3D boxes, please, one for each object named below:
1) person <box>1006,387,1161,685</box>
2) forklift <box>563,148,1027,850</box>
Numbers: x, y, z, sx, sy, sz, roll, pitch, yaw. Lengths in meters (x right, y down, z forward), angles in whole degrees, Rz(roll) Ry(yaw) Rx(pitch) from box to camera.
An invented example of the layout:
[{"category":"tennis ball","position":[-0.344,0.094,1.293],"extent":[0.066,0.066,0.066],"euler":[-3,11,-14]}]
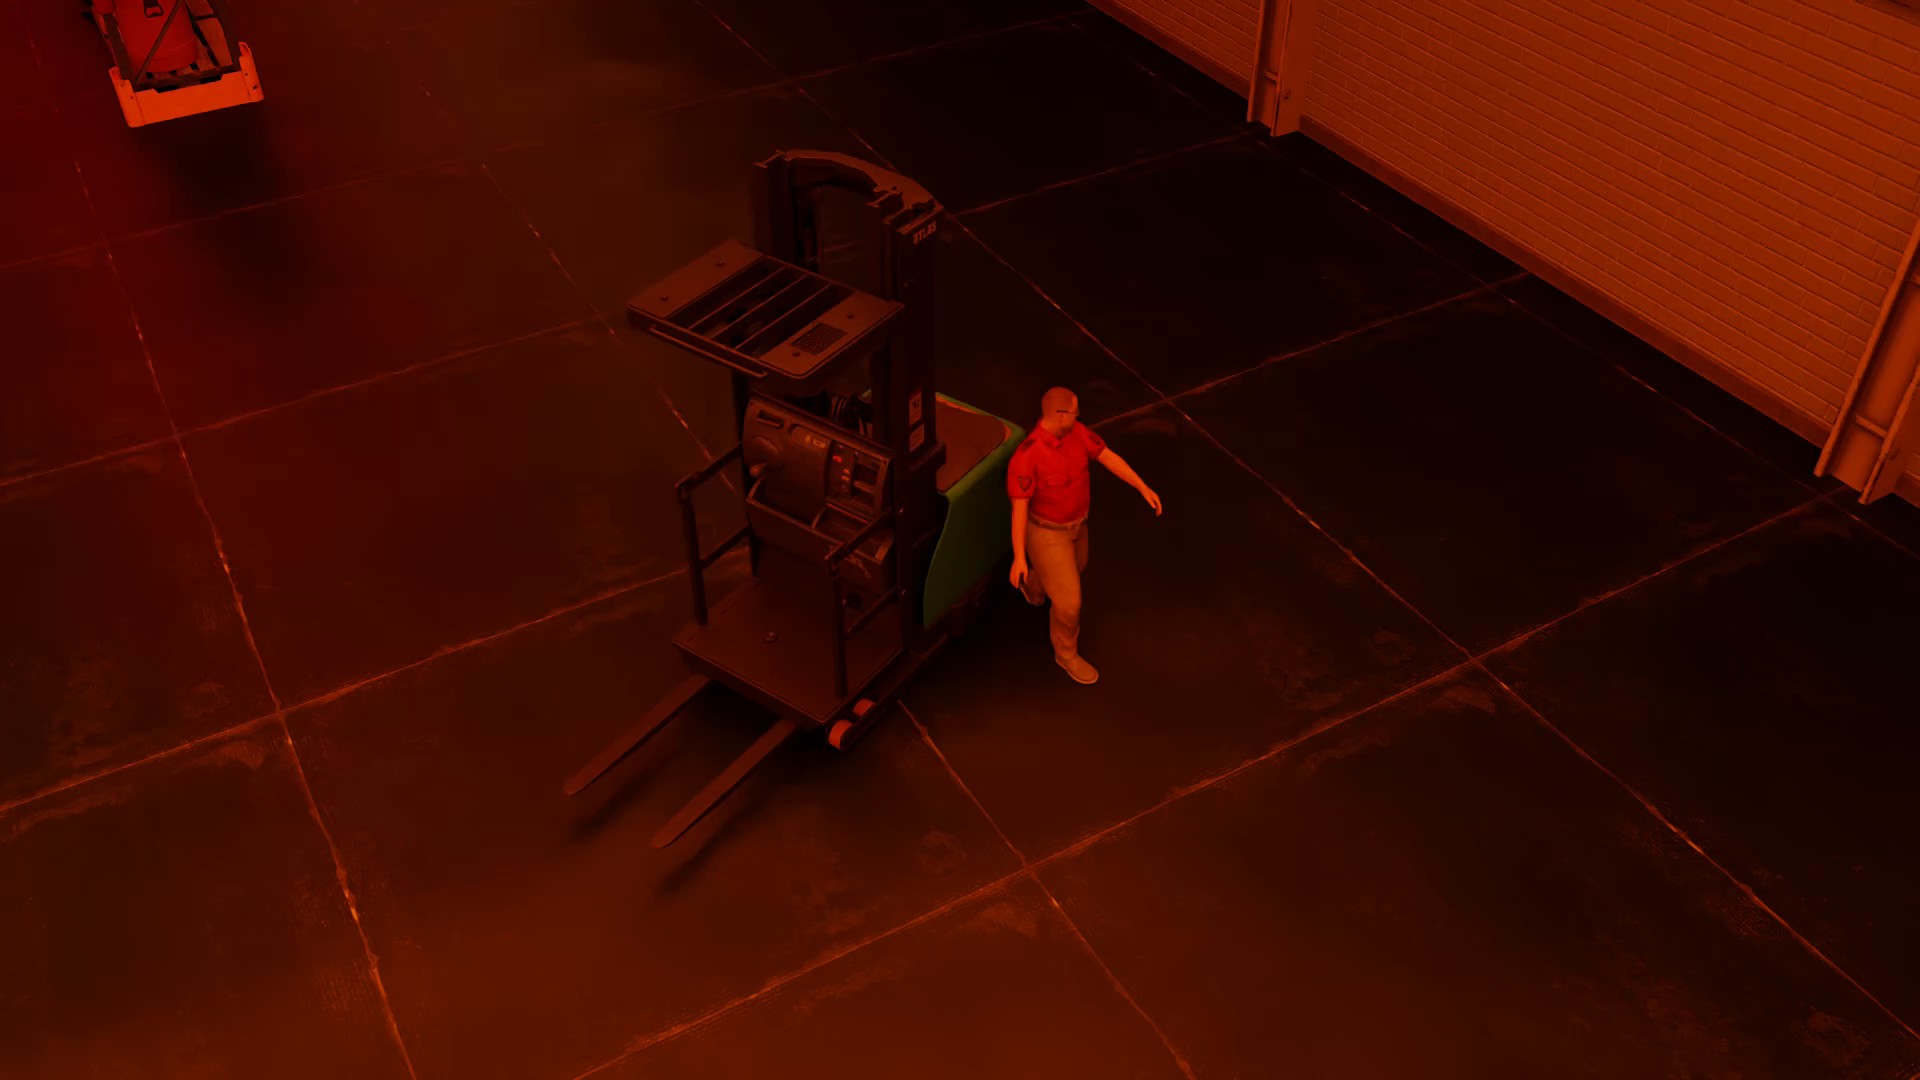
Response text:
[{"category":"person","position":[0.544,0.018,9.104],"extent":[0.865,1.748,0.866],"euler":[24,45,26]},{"category":"forklift","position":[-0.871,-0.349,8.457],"extent":[1.130,2.935,3.031],"euler":[24,46,27]}]
